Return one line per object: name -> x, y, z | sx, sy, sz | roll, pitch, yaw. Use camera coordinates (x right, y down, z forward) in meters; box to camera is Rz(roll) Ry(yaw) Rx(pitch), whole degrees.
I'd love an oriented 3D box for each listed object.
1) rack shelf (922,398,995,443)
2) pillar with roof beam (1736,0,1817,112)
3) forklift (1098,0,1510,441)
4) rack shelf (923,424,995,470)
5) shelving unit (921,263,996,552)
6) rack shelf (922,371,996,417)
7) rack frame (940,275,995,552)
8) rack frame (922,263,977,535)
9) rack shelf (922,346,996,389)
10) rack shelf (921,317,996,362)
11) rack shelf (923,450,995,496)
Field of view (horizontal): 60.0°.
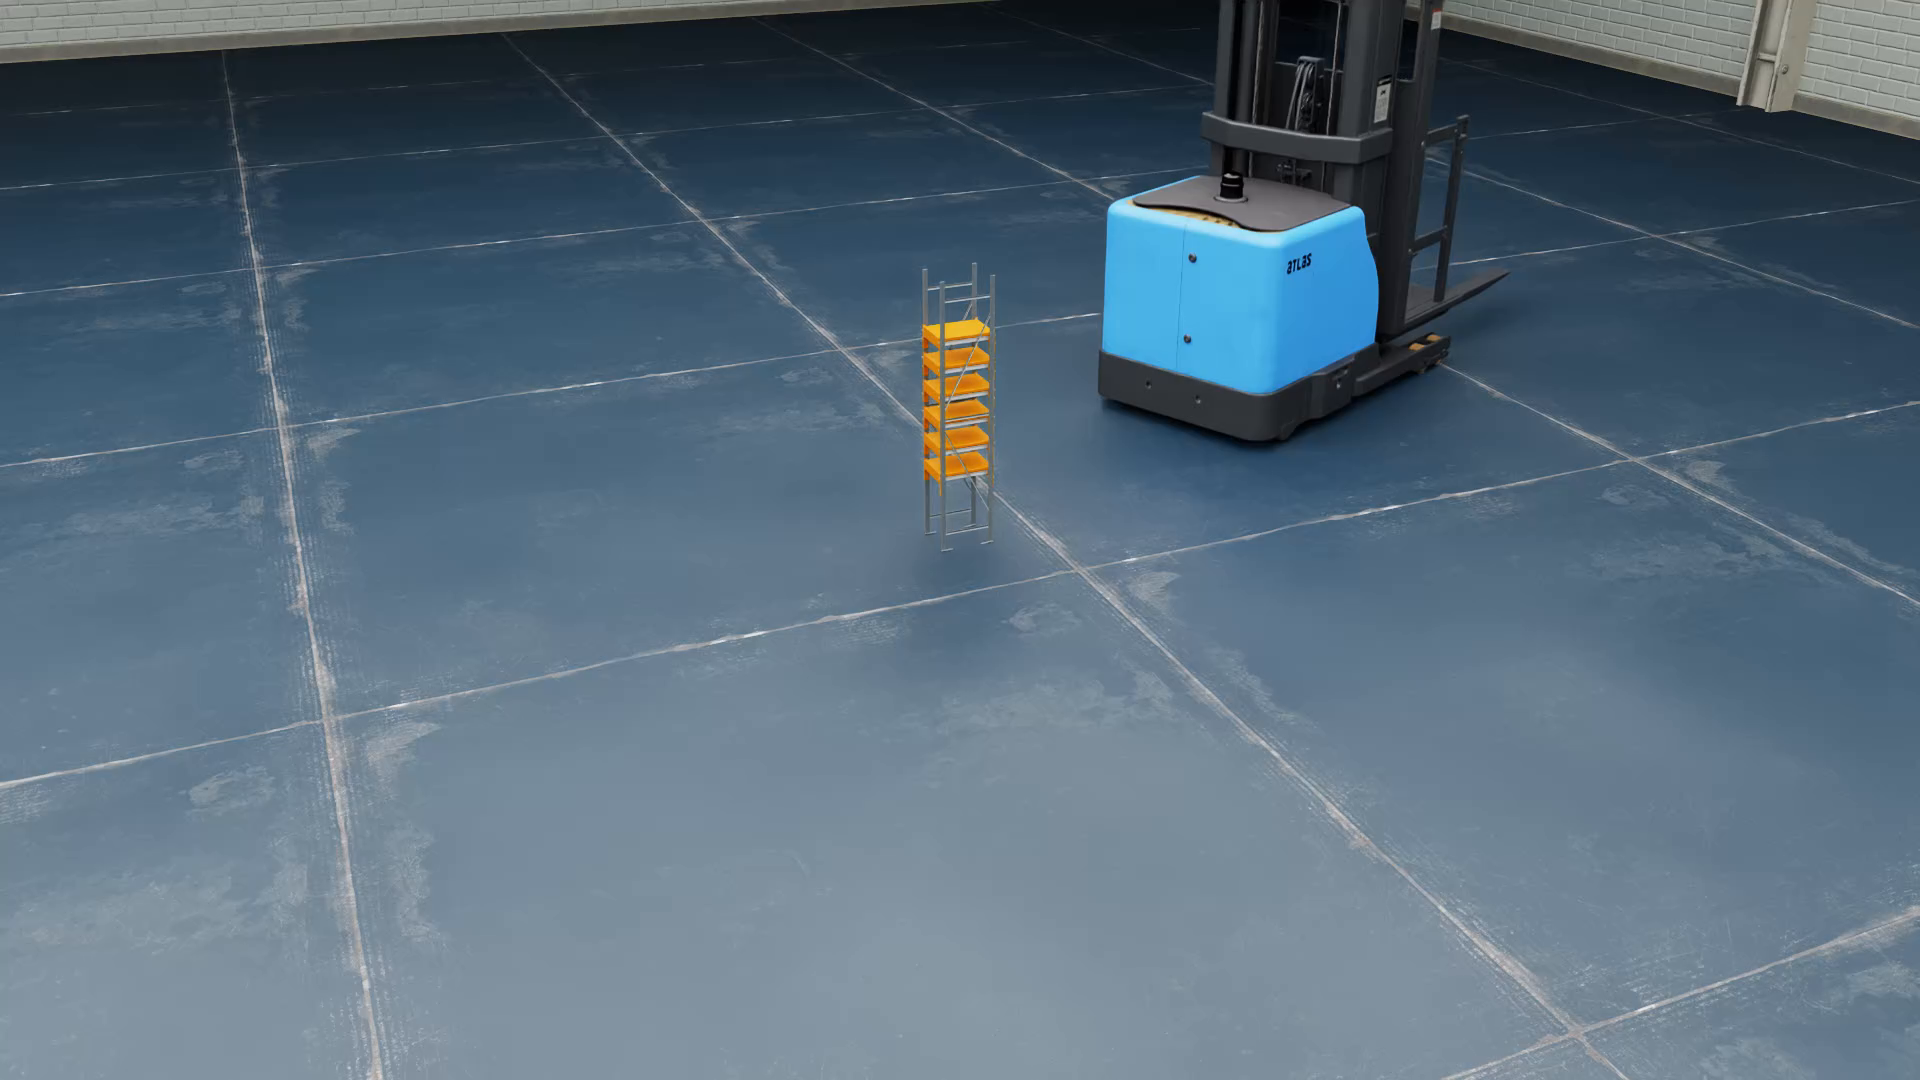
rack shelf -> -0.006, -0.505, 7.018 | 0.258, 0.103, 0.180 | -11, 28, -21
pillar with roof beam -> 3.555, -7.349, 12.045 | 9.100, 9.000, 0.400 | -11, 28, -21
forklift -> 2.077, -2.359, 8.742 | 1.130, 2.935, 3.031 | 22, 33, 37
rack shelf -> -0.006, -0.397, 7.071 | 0.258, 0.103, 0.180 | -11, 28, -21
shelving unit -> -0.006, -0.545, 6.999 | 0.258, 1.200, 0.189 | -11, 28, -21
rack shelf -> -0.006, -0.613, 6.966 | 0.258, 0.103, 0.180 | -11, 28, -21
rack frame -> 0.030, -0.508, 6.923 | 0.240, 1.200, 0.006 | -11, 28, -21
rack frame -> -0.042, -0.582, 7.074 | 0.240, 1.200, 0.006 | -11, 28, -21
rack shelf -> -0.006, -0.721, 6.913 | 0.258, 0.103, 0.180 | -11, 28, -21
rack shelf -> -0.006, -0.829, 6.860 | 0.258, 0.103, 0.180 | -11, 28, -21
rack shelf -> -0.006, -0.289, 7.124 | 0.258, 0.103, 0.180 | -11, 28, -21
